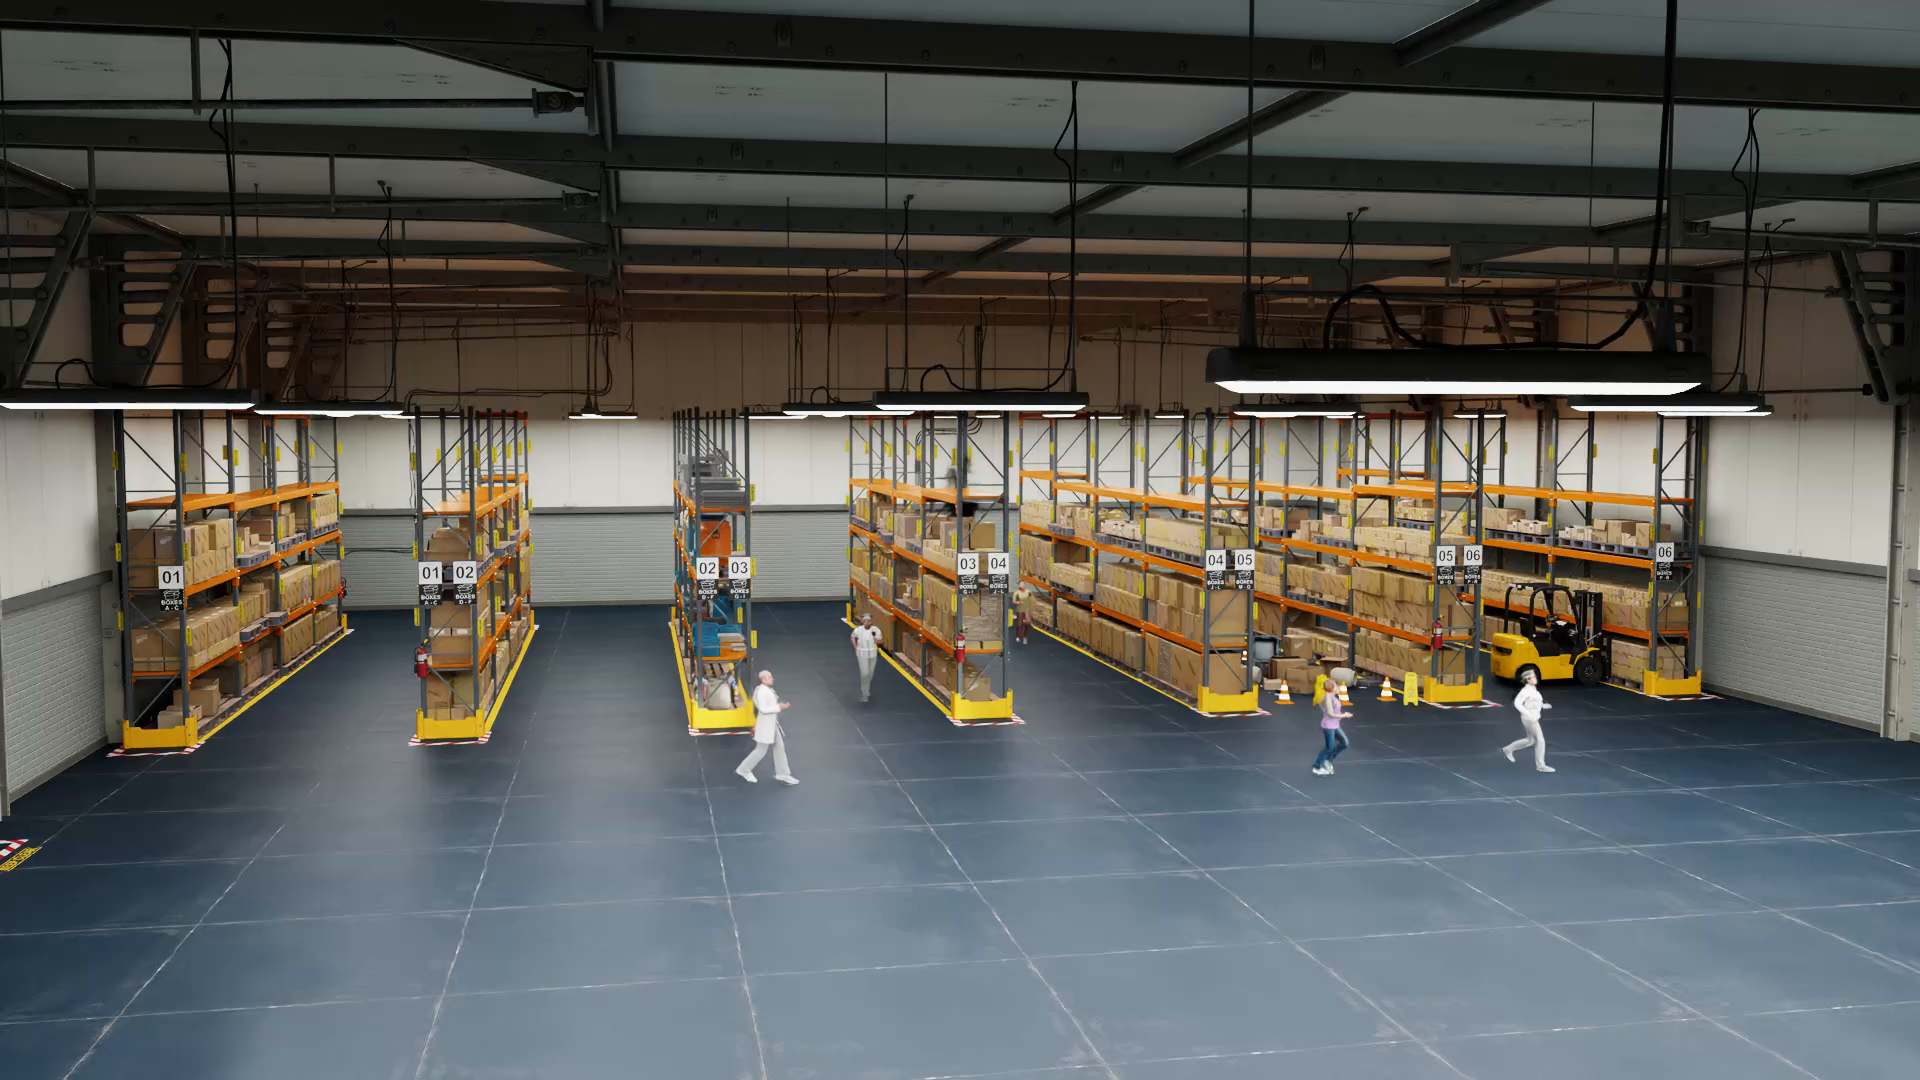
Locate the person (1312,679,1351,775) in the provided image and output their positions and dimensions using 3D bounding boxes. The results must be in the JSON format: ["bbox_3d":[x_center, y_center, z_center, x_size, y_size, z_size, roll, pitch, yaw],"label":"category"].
[{"bbox_3d":[6.005,3.016,26.802,0.623,1.566,0.512,2,4,24],"label":"person"}]

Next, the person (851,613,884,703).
[{"bbox_3d":[-1.887,2.424,34.233,0.626,1.863,0.800,-1,4,-16],"label":"person"}]

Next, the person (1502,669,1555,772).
[{"bbox_3d":[9.330,2.939,27.276,0.863,1.667,0.625,2,5,30],"label":"person"}]

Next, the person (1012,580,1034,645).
[{"bbox_3d":[1.623,1.847,42.740,0.581,1.654,0.828,0,4,-5],"label":"person"}]

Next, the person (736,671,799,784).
[{"bbox_3d":[-3.038,2.948,26.121,0.981,1.804,0.698,1,4,8],"label":"person"}]
